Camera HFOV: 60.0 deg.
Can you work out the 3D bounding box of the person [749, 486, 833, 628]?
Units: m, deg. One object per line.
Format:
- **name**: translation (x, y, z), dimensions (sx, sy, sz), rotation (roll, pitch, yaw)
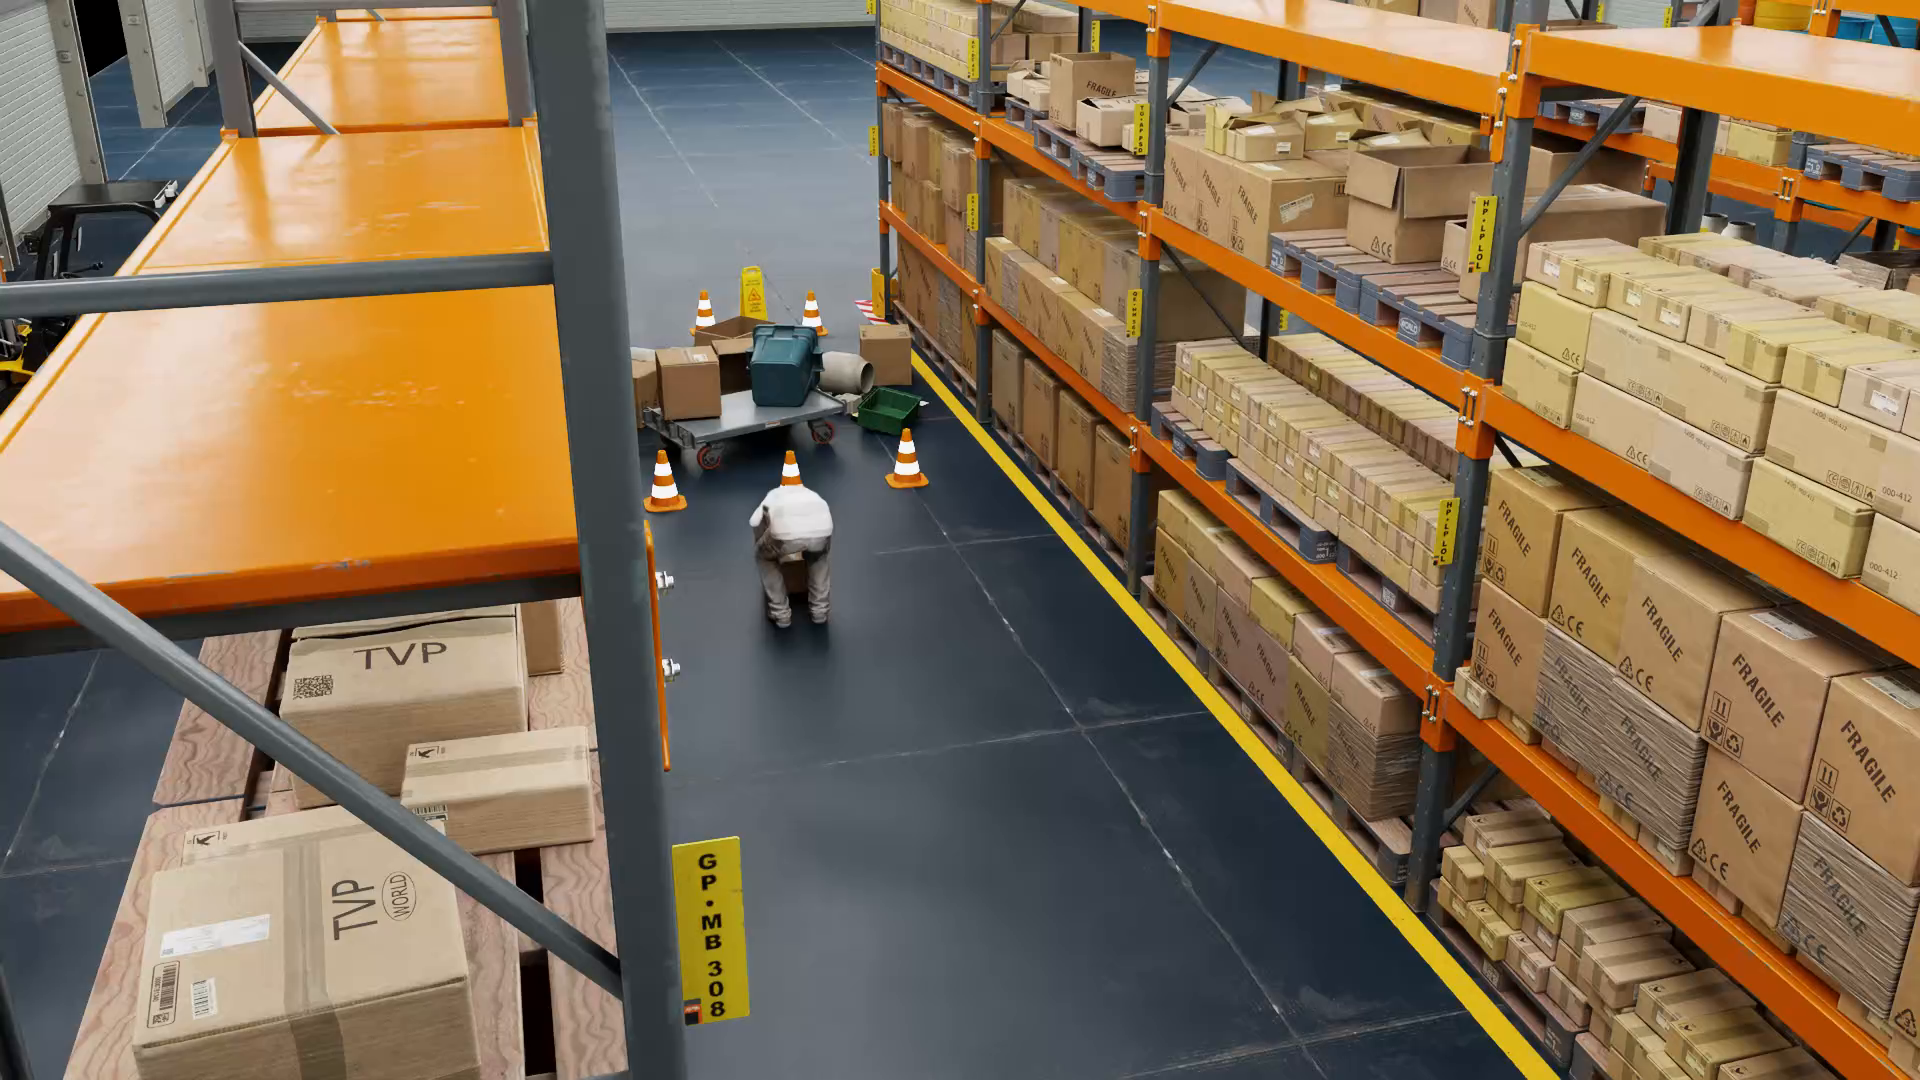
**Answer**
- **person**: translation (-1.181, 0.048, 11.607), dimensions (0.525, 0.945, 0.982), rotation (-7, 24, -17)
